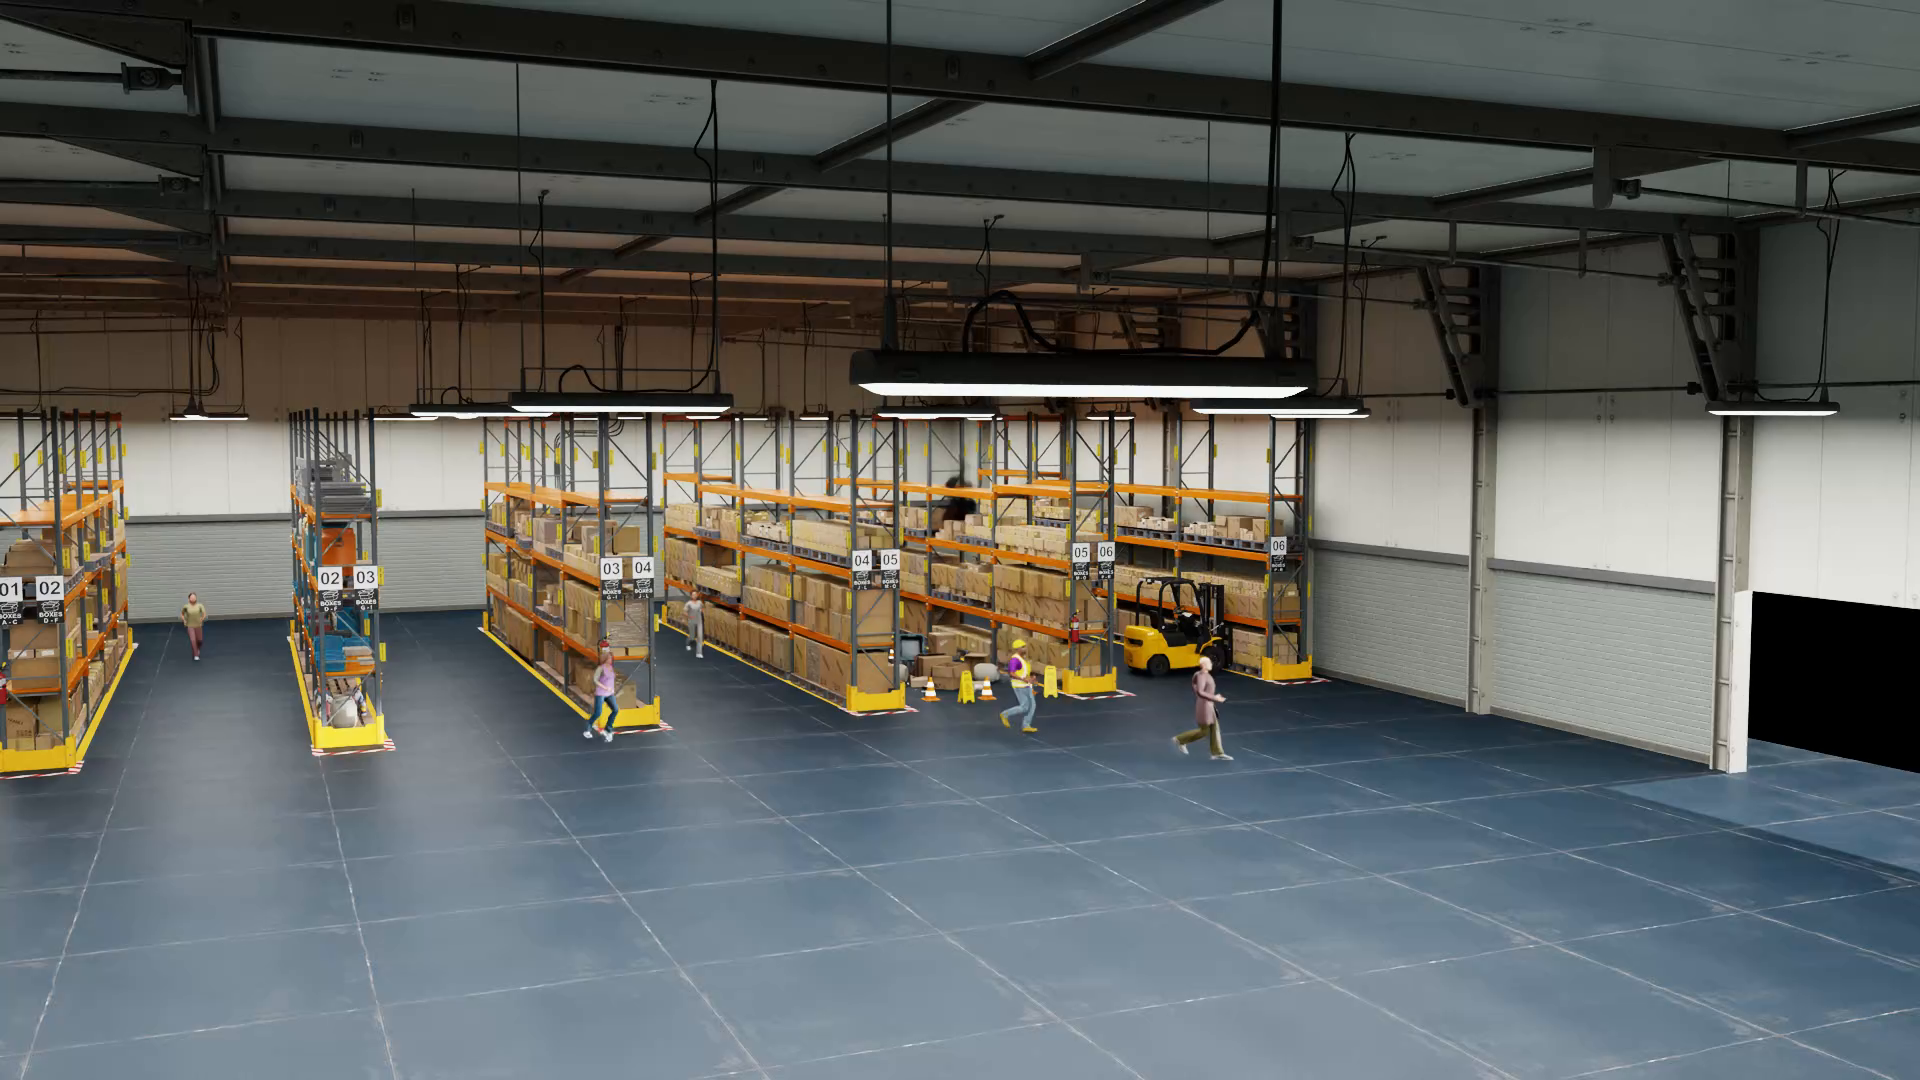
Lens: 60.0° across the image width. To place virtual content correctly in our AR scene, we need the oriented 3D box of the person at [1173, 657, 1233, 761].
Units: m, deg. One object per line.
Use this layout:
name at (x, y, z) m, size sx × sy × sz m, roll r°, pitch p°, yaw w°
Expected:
person at (4.128, 2.863, 28.209) m, size 1.018 × 1.767 × 0.709 m, roll 1°, pitch 4°, yaw 14°

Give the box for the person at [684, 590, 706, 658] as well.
person at (-6.480, 2.042, 40.754) m, size 0.584 × 1.633 × 0.970 m, roll -2°, pitch 4°, yaw -27°

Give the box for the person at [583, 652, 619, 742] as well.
person at (-6.454, 2.830, 30.142) m, size 0.629 × 1.601 × 0.605 m, roll 2°, pitch 5°, yaw 29°

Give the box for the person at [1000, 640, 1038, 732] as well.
person at (1.110, 2.703, 30.837) m, size 0.708 × 1.724 × 0.708 m, roll 1°, pitch 4°, yaw 19°

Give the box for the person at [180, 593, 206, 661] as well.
person at (-18.557, 2.088, 40.267) m, size 0.572 × 1.626 × 0.604 m, roll -2°, pitch 5°, yaw -28°
